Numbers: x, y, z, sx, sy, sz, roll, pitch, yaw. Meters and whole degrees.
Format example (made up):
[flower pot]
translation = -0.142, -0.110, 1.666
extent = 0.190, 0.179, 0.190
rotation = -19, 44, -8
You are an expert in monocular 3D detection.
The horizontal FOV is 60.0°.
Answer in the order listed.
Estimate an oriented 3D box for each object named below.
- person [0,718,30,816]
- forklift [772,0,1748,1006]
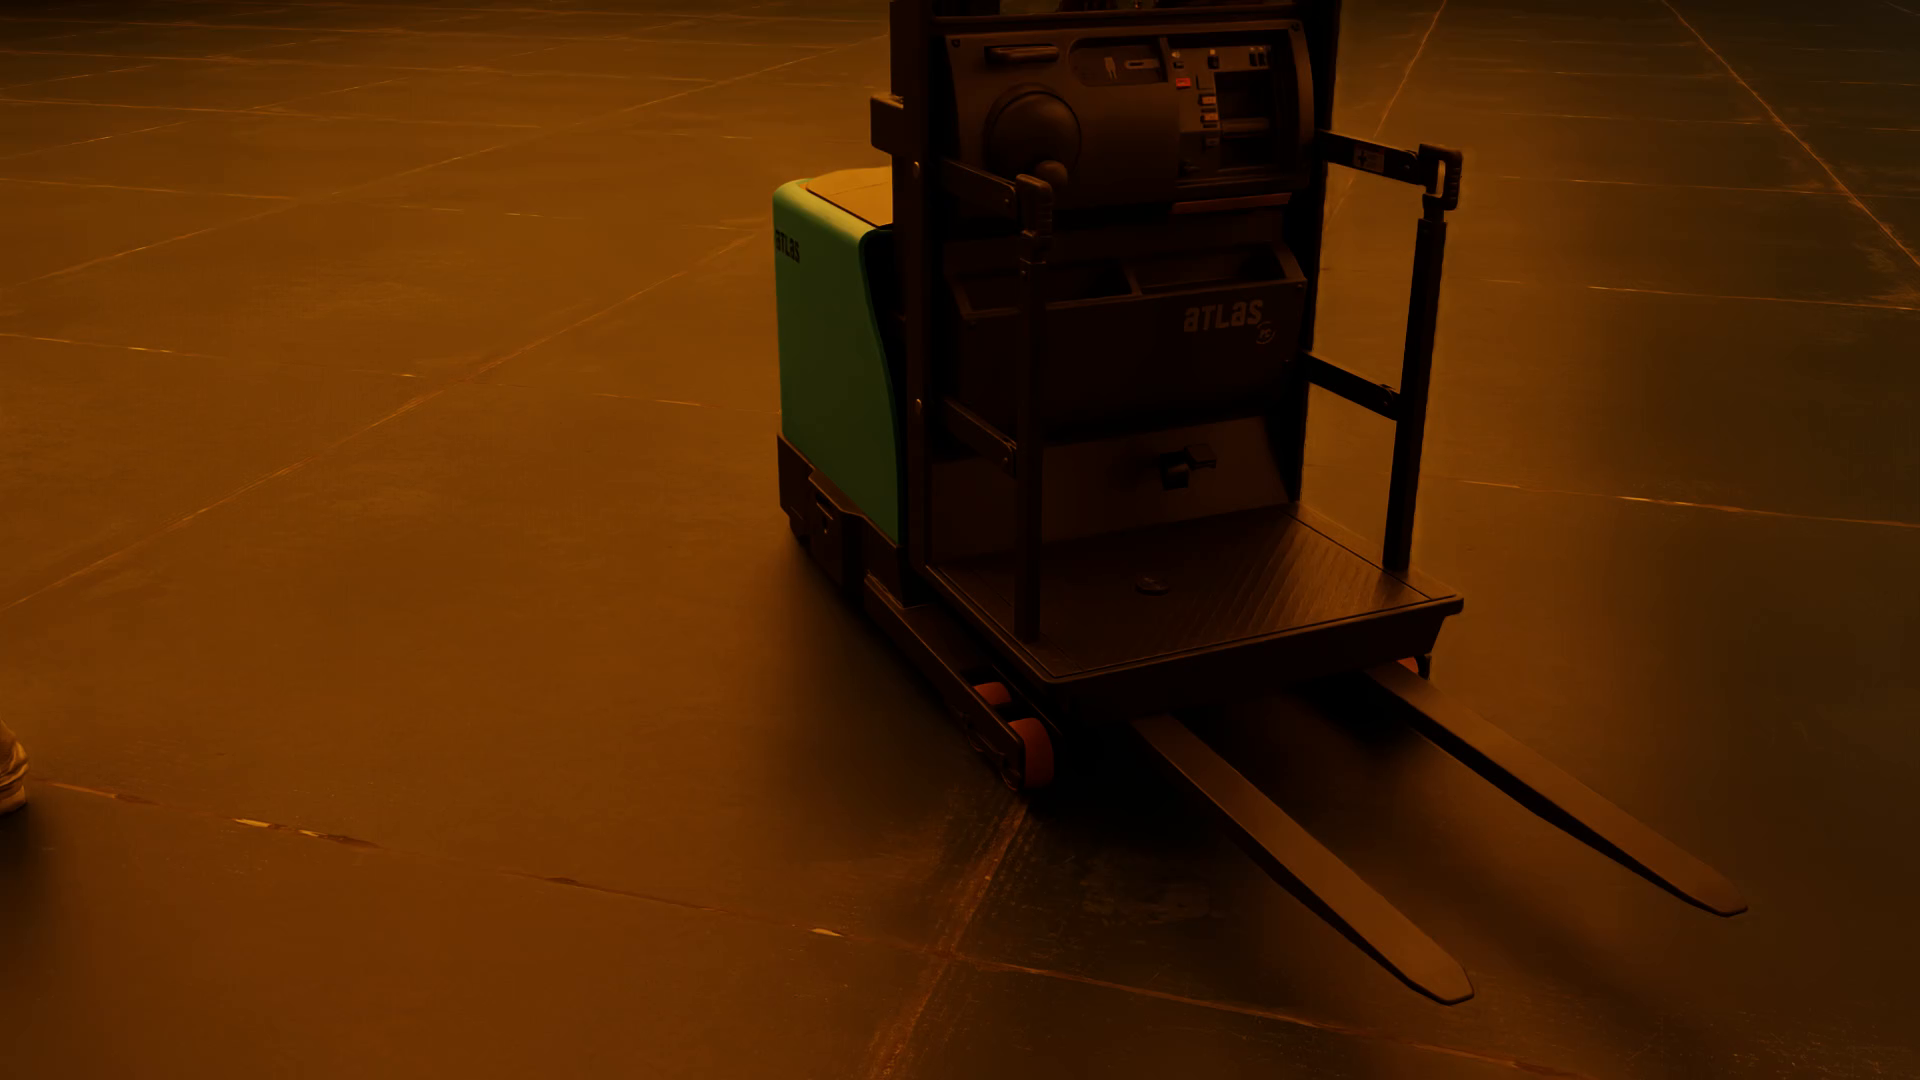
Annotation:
[person]
translation = -2.259, -0.173, 3.308
extent = 0.889, 1.791, 0.495
rotation = 20, 30, 40
[forklift]
translation = 0.492, -0.974, 3.638
extent = 1.130, 2.935, 3.031
rotation = -9, 24, -22
